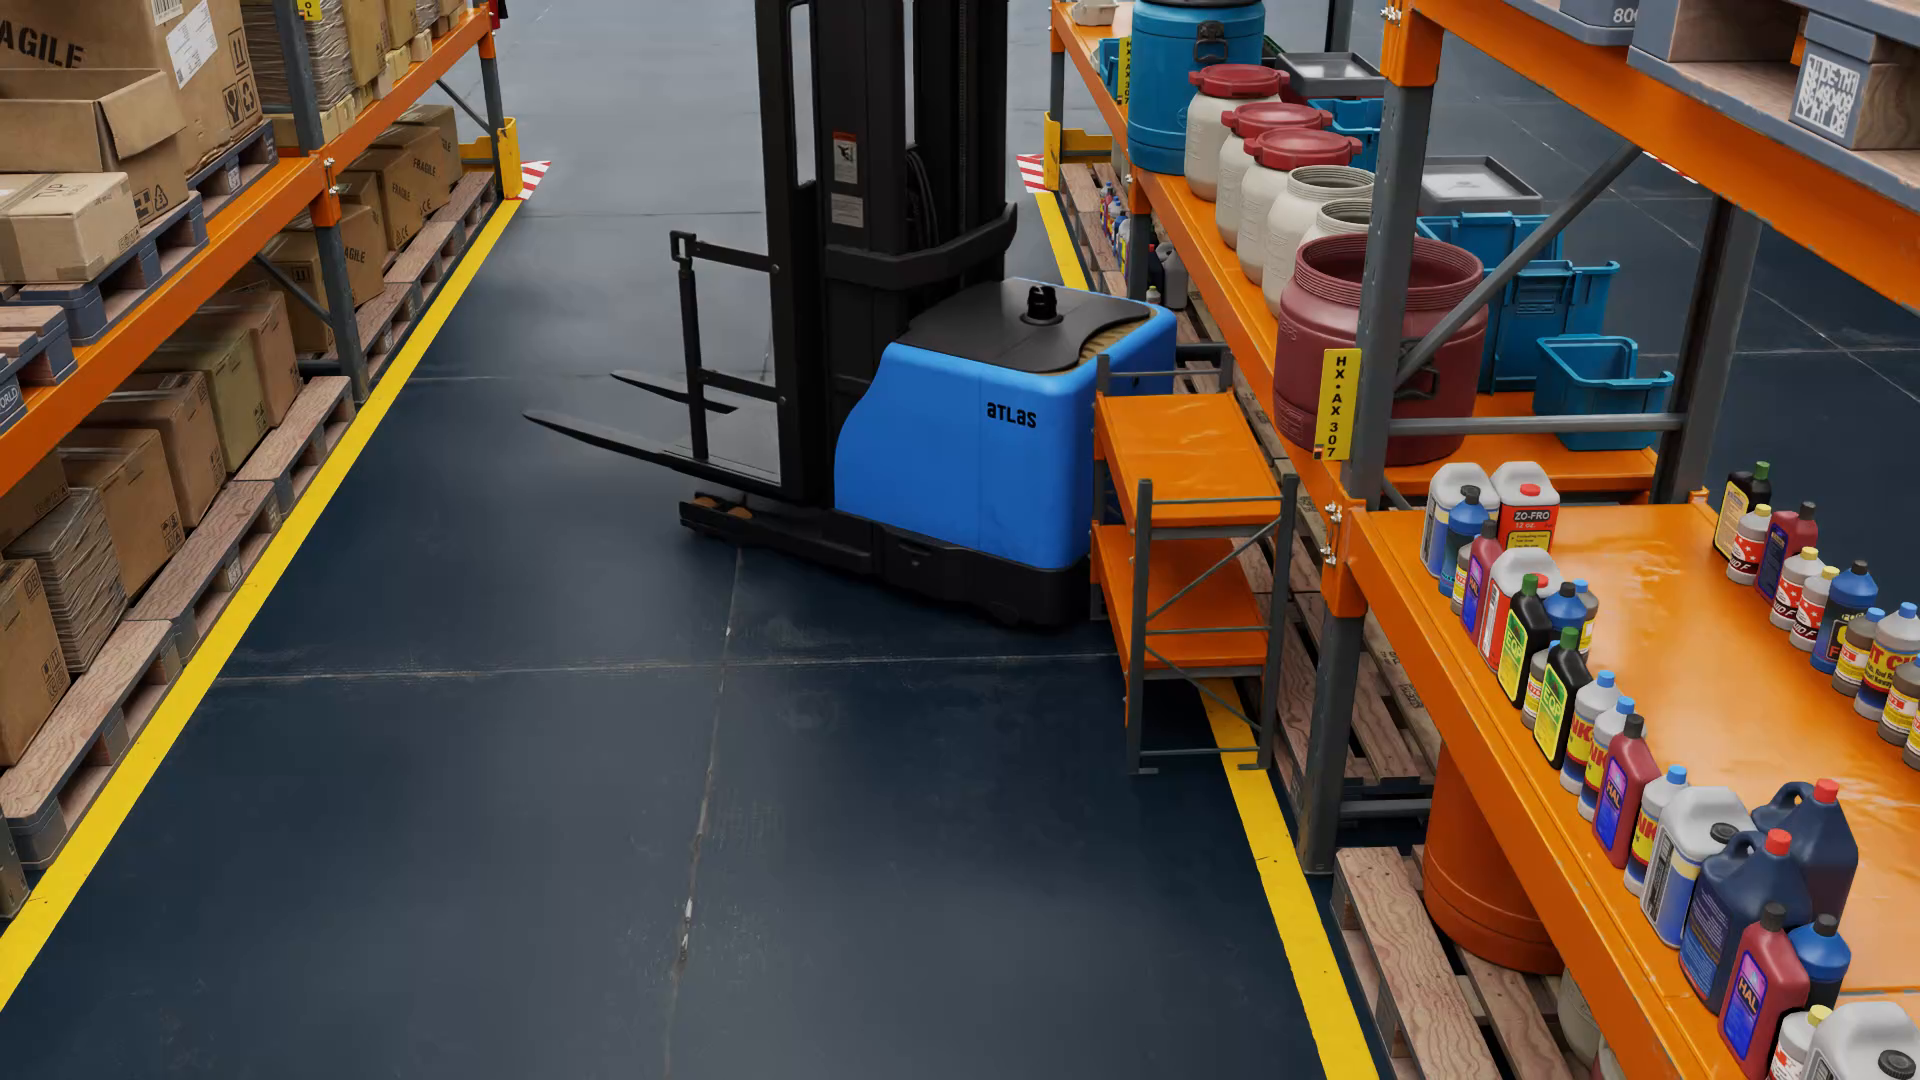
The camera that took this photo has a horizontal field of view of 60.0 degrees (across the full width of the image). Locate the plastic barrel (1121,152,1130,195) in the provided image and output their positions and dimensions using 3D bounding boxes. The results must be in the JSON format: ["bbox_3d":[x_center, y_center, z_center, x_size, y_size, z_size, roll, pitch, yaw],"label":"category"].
[{"bbox_3d":[1.296,-2.556,11.143,0.421,0.512,0.421,0,28,0],"label":"plastic barrel"}]

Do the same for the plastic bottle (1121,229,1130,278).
[{"bbox_3d":[1.020,-1.708,9.669,0.144,0.351,0.185,-2,28,-3],"label":"plastic bottle"}]

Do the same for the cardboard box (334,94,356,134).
[{"bbox_3d":[-3.289,-2.150,8.401,0.380,0.149,0.250,-1,28,-3],"label":"cardboard box"}]

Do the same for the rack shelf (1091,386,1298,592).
[{"bbox_3d":[0.783,-0.201,5.768,0.538,0.278,1.000,-2,29,-2],"label":"rack shelf"}]

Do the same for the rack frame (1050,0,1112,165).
[{"bbox_3d":[1.159,-4.006,11.688,1.000,3.000,0.127,-1,28,-3],"label":"rack frame"}]

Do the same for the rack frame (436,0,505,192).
[{"bbox_3d":[-3.787,-3.887,11.458,1.000,3.000,0.127,-1,28,-3],"label":"rack frame"}]

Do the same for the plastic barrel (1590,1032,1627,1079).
[{"bbox_3d":[1.678,1.318,3.632,0.600,0.588,0.708,-1,28,-3],"label":"plastic barrel"}]

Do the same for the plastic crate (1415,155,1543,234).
[{"bbox_3d":[1.798,-1.094,6.034,0.402,0.464,0.583,-1,28,-3],"label":"plastic crate"}]

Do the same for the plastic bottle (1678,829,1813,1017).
[{"bbox_3d":[1.353,0.632,2.848,0.144,0.351,0.185,-1,28,-3],"label":"plastic bottle"}]

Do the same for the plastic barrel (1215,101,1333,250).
[{"bbox_3d":[1.237,-1.433,6.607,0.433,0.535,0.433,0,28,0],"label":"plastic barrel"}]

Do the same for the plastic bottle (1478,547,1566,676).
[{"bbox_3d":[1.301,0.165,3.825,0.152,0.276,0.135,-1,28,-3],"label":"plastic bottle"}]

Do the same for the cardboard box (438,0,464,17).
[{"bbox_3d":[-3.640,-3.580,10.441,0.875,0.500,0.500,-1,28,-3],"label":"cardboard box"}]

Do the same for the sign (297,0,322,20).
[{"bbox_3d":[-3.024,-2.568,7.678,0.100,0.325,0.005,-1,28,-3],"label":"sign"}]

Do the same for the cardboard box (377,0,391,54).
[{"bbox_3d":[-3.658,-2.885,9.108,0.875,0.500,0.500,-1,28,-3],"label":"cardboard box"}]

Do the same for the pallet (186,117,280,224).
[{"bbox_3d":[-3.684,-1.598,7.277,1.003,0.211,1.213,-1,28,-3],"label":"pallet"}]

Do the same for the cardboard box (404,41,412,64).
[{"bbox_3d":[-3.439,-2.841,9.726,0.380,0.149,0.250,-1,28,-3],"label":"cardboard box"}]

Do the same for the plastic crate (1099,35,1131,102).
[{"bbox_3d":[1.039,-2.598,9.148,0.499,0.251,0.616,-1,28,-3],"label":"plastic crate"}]

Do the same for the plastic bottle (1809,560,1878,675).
[{"bbox_3d":[2.034,0.172,3.816,0.097,0.271,0.097,0,28,0],"label":"plastic bottle"}]

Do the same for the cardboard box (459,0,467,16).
[{"bbox_3d":[-3.566,-3.649,11.274,0.380,0.149,0.250,-1,28,-3],"label":"cardboard box"}]

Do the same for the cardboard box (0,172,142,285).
[{"bbox_3d":[-3.227,-1.091,5.807,0.500,0.250,0.500,-2,28,-4],"label":"cardboard box"}]

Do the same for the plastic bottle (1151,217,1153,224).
[{"bbox_3d":[1.121,-1.756,9.835,0.061,0.283,0.133,-1,28,-3],"label":"plastic bottle"}]

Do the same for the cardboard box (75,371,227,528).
[{"bbox_3d":[-3.532,-0.363,6.930,0.700,0.500,0.500,-4,28,-7],"label":"cardboard box"}]

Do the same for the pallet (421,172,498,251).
[{"bbox_3d":[-3.776,-2.239,11.315,1.003,0.211,1.213,-1,28,-3],"label":"pallet"}]

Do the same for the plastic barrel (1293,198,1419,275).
[{"bbox_3d":[1.310,-0.831,5.479,0.421,0.512,0.421,0,28,0],"label":"plastic barrel"}]

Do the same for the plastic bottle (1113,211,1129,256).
[{"bbox_3d":[0.976,-1.849,10.025,0.097,0.271,0.097,0,28,0],"label":"plastic bottle"}]

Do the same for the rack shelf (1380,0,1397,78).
[{"bbox_3d":[1.472,-2.246,5.848,1.077,0.370,4.000,-1,28,-3],"label":"rack shelf"}]

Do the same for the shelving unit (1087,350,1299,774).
[{"bbox_3d":[0.787,0.055,5.909,0.538,1.125,1.048,-2,29,-2],"label":"shelving unit"}]

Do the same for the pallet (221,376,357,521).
[{"bbox_3d":[-3.536,-0.443,7.872,1.003,0.211,1.213,-1,28,-3],"label":"pallet"}]

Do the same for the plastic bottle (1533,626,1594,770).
[{"bbox_3d":[1.274,0.331,3.498,0.061,0.283,0.133,-1,28,-3],"label":"plastic bottle"}]

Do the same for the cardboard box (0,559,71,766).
[{"bbox_3d":[-3.424,0.412,5.443,0.700,0.500,0.500,-3,28,-5],"label":"cardboard box"}]

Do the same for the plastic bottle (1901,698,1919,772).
[{"bbox_3d":[2.054,0.383,3.487,0.097,0.201,0.097,0,28,0],"label":"plastic bottle"}]

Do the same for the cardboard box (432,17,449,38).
[{"bbox_3d":[-3.491,-3.303,10.611,0.380,0.149,0.250,-1,28,-3],"label":"cardboard box"}]

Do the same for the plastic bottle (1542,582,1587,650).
[{"bbox_3d":[1.340,0.219,3.725,0.097,0.271,0.097,0,28,0],"label":"plastic bottle"}]

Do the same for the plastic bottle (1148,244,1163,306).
[{"bbox_3d":[1.047,-1.470,9.214,0.144,0.351,0.185,-2,28,-4],"label":"plastic bottle"}]

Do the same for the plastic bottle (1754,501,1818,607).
[{"bbox_3d":[2.036,0.023,4.088,0.061,0.283,0.133,-1,28,-3],"label":"plastic bottle"}]

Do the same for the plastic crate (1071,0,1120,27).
[{"bbox_3d":[0.885,-3.468,10.941,0.298,0.136,0.250,-1,28,-3],"label":"plastic crate"}]

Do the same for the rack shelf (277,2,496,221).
[{"bbox_3d":[-3.683,-2.644,9.854,1.077,0.370,4.000,-1,28,-3],"label":"rack shelf"}]

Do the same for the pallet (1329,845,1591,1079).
[{"bbox_3d":[1.660,1.288,4.553,1.003,0.211,1.213,-1,28,-3],"label":"pallet"}]

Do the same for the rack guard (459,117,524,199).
[{"bbox_3d":[-3.783,-2.743,11.969,1.175,0.500,0.348,-1,28,-3],"label":"rack guard"}]

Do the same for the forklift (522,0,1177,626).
[{"bbox_3d":[-0.626,-1.462,6.884,3.031,2.935,1.130,16,32,28],"label":"forklift"}]

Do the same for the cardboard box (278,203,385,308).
[{"bbox_3d":[-3.597,-1.567,9.260,0.500,0.500,0.500,7,28,14],"label":"cardboard box"}]

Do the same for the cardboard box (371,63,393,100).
[{"bbox_3d":[-3.324,-2.497,9.065,0.380,0.149,0.250,-1,28,-3],"label":"cardboard box"}]

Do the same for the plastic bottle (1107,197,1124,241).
[{"bbox_3d":[0.961,-1.988,10.293,0.097,0.271,0.097,0,28,0],"label":"plastic bottle"}]

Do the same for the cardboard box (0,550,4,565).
[{"bbox_3d":[-3.434,0.080,5.269,0.500,0.250,0.500,0,28,-1],"label":"cardboard box"}]

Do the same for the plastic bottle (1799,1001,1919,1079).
[{"bbox_3d":[1.378,0.845,2.519,0.152,0.276,0.135,-1,28,-3],"label":"plastic bottle"}]

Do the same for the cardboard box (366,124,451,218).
[{"bbox_3d":[-3.706,-2.400,10.858,0.500,0.500,0.500,6,28,11],"label":"cardboard box"}]

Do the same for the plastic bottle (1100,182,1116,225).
[{"bbox_3d":[0.943,-2.147,10.597,0.097,0.271,0.097,0,28,0],"label":"plastic bottle"}]

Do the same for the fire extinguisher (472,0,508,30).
[{"bbox_3d":[-3.333,-3.916,11.599,0.296,0.674,0.183,-1,28,-3],"label":"fire extinguisher"}]

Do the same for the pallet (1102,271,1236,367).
[{"bbox_3d":[1.375,-1.234,9.387,1.003,0.211,1.213,-1,28,-3],"label":"pallet"}]

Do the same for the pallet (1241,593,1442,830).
[{"bbox_3d":[1.575,0.566,5.937,1.003,0.211,1.213,-1,28,-3],"label":"pallet"}]

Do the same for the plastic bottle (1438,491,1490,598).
[{"bbox_3d":[1.255,0.007,4.132,0.097,0.271,0.097,0,28,0],"label":"plastic bottle"}]

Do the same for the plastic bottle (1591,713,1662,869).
[{"bbox_3d":[1.291,0.482,3.208,0.061,0.283,0.133,-1,28,-3],"label":"plastic bottle"}]

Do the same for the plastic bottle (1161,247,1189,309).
[{"bbox_3d":[1.191,-1.473,9.220,0.144,0.351,0.185,-1,28,-3],"label":"plastic bottle"}]
